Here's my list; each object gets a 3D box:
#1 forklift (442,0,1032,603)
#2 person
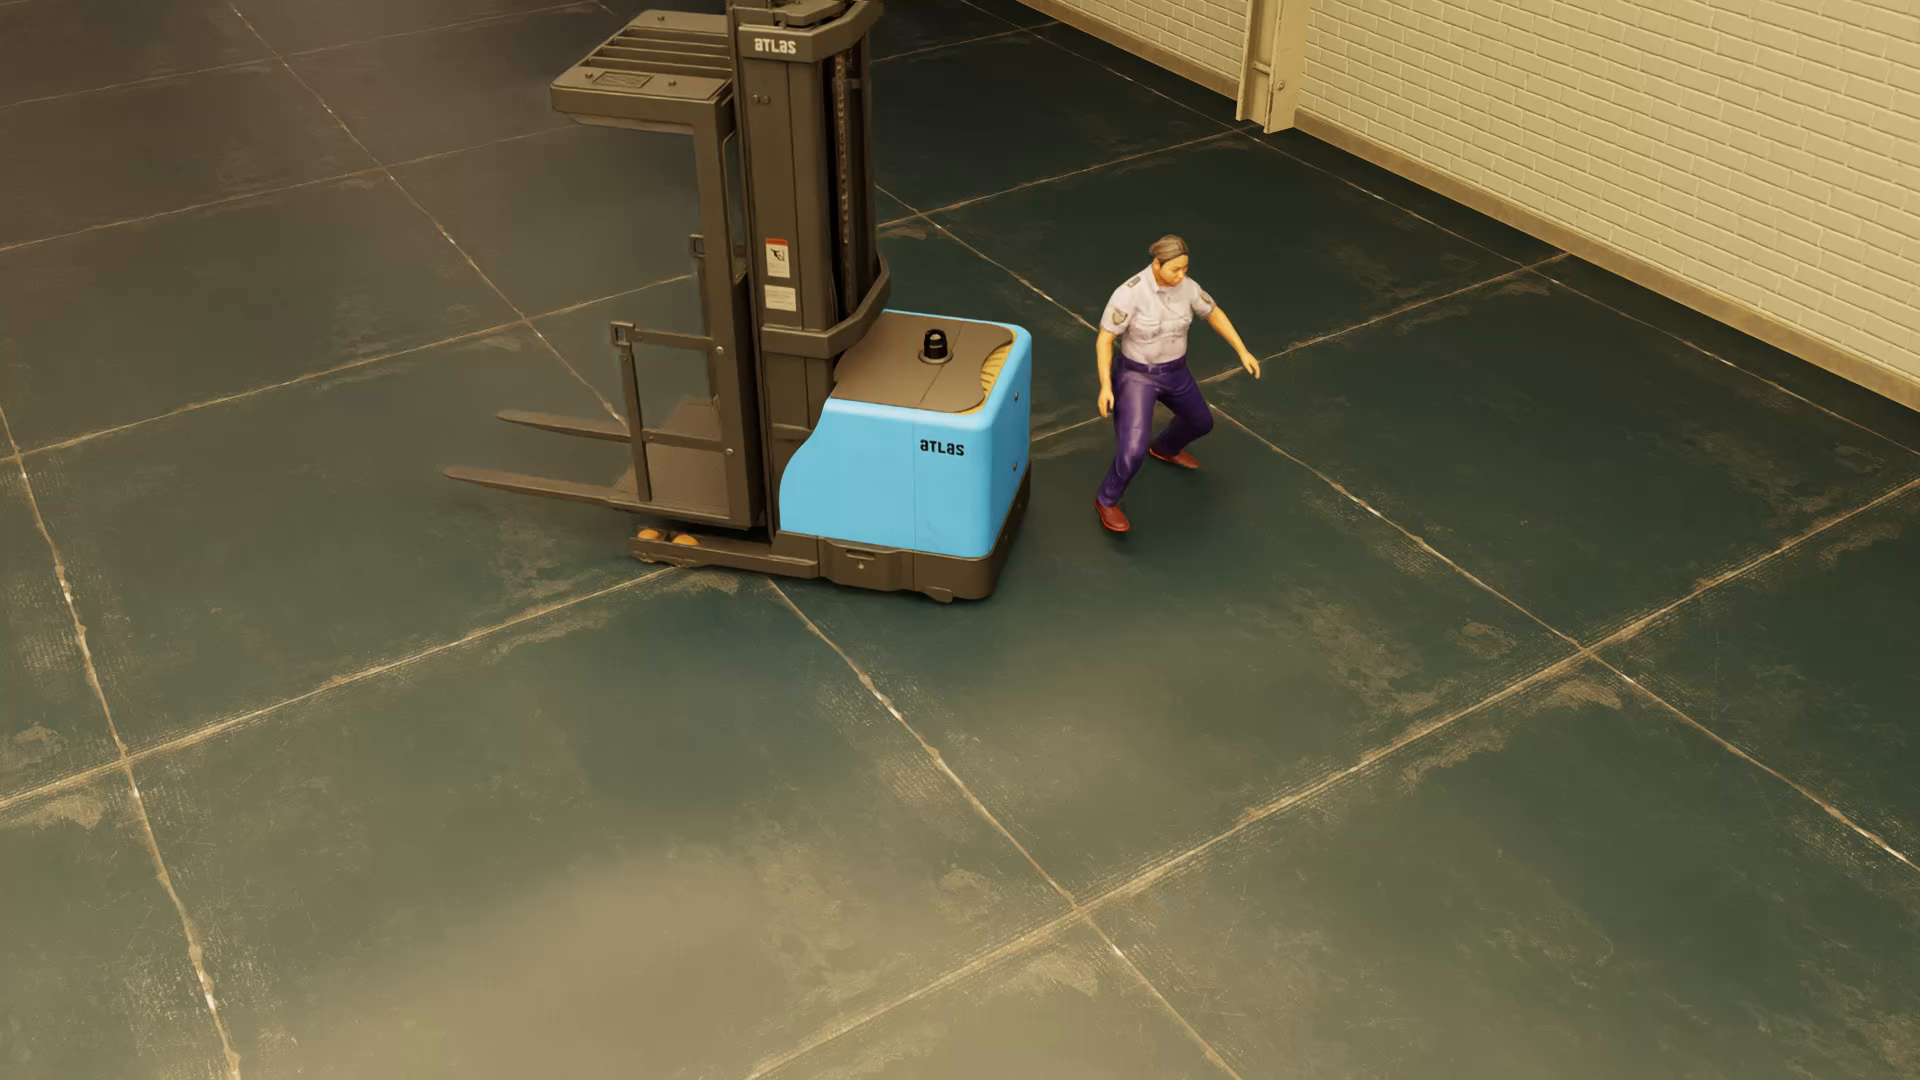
[{"bbox_3d":[-1.200,-1.342,8.058,3.031,2.935,1.130,8,36,12],"label":"forklift"},{"bbox_3d":[1.054,-0.867,8.652,0.913,1.530,0.696,-16,38,-22],"label":"person"}]
